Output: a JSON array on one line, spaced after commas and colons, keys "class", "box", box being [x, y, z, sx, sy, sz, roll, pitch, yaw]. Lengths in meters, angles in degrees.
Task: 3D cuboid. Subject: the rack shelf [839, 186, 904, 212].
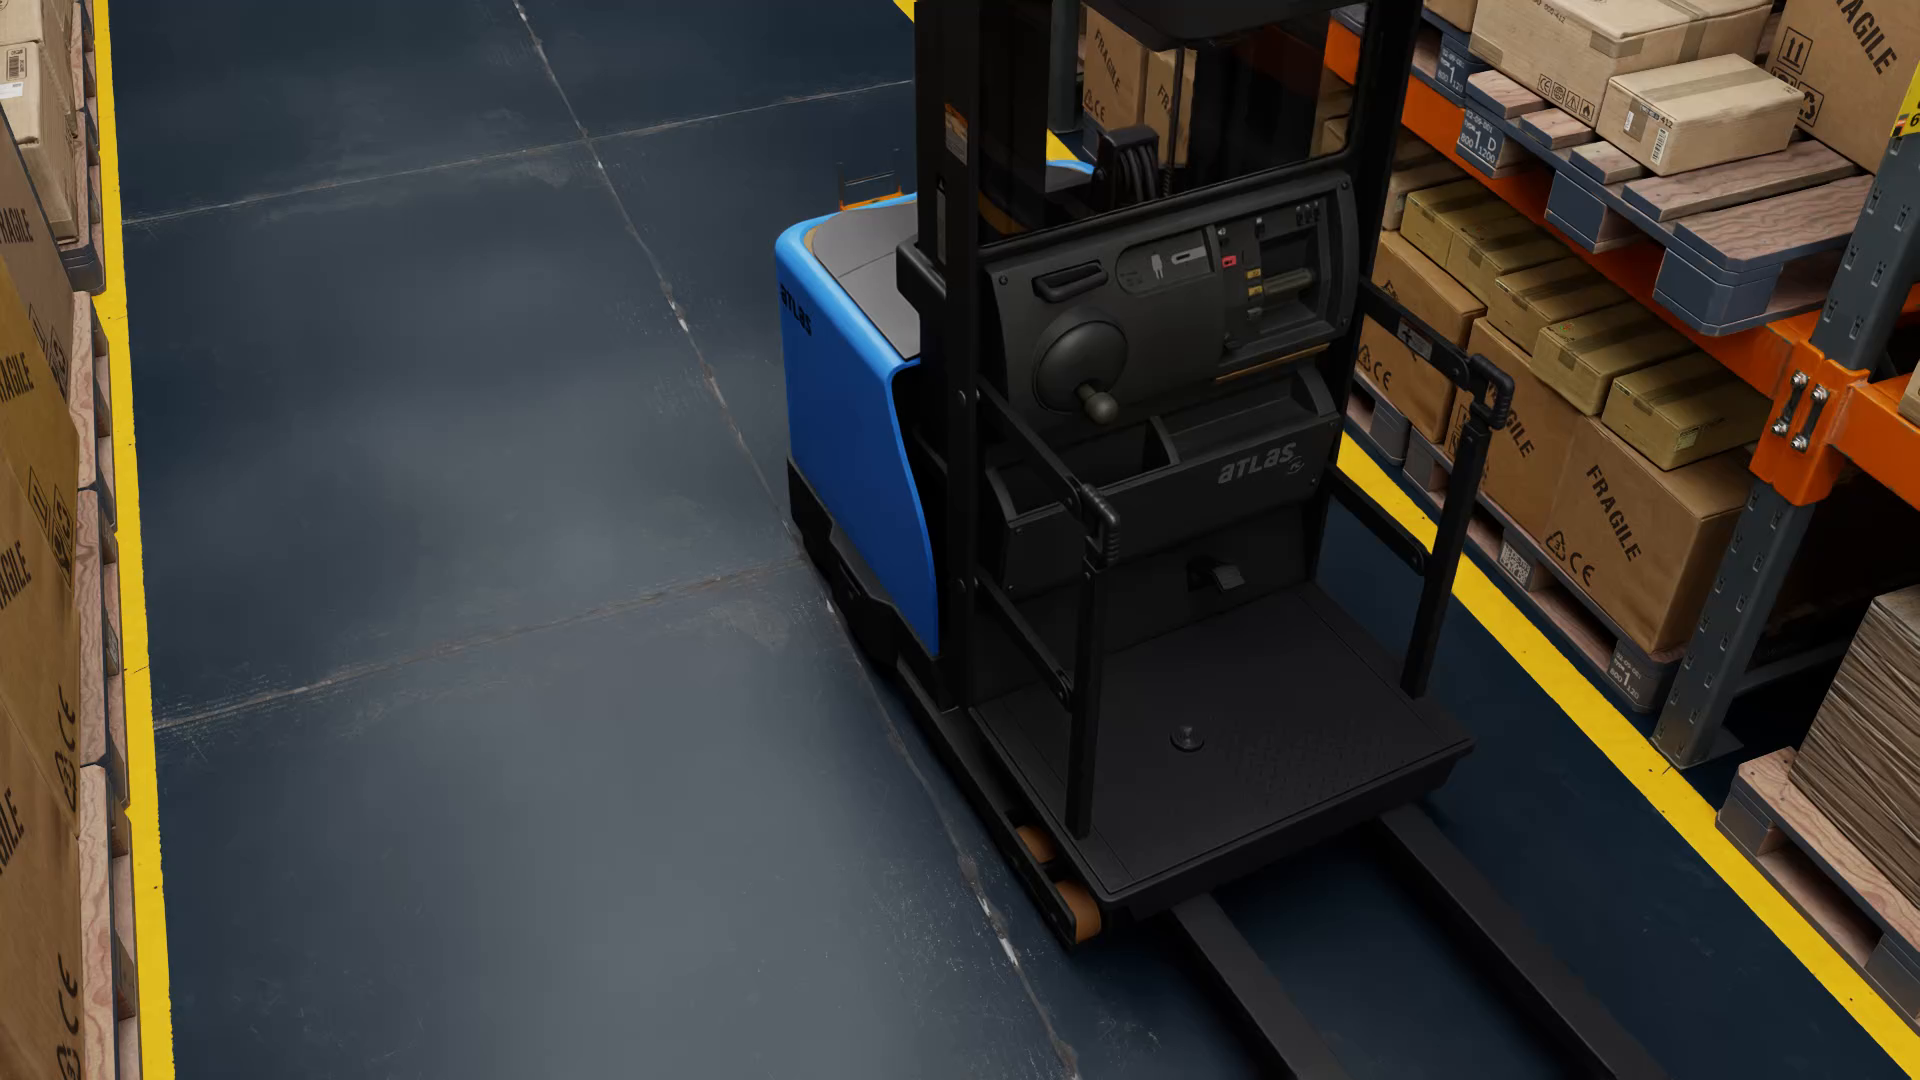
[{"class": "rack shelf", "box": [-0.219, -0.885, 5.055, 0.215, 0.259, 0.240, -19, 44, -20]}]

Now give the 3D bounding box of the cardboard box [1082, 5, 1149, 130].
[{"class": "cardboard box", "box": [0.836, -1.940, 6.800, 0.500, 0.500, 0.500, -13, 42, -15]}]

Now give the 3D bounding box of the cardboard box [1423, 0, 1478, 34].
[{"class": "cardboard box", "box": [1.594, -1.802, 4.644, 0.797, 0.503, 0.637, -16, 43, -18]}]

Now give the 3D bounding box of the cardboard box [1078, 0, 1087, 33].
[{"class": "cardboard box", "box": [0.375, -2.417, 7.624, 0.380, 0.149, 0.250, -16, 43, -18]}]

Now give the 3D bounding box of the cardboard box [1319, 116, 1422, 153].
[{"class": "cardboard box", "box": [1.438, -1.325, 5.587, 0.380, 0.149, 0.250, -15, 43, -17]}]

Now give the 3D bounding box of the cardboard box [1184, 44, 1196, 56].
[{"class": "cardboard box", "box": [1.037, -1.952, 6.316, 0.380, 0.149, 0.250, -17, 44, -19]}]

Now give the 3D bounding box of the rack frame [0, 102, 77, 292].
[{"class": "rack frame", "box": [-3.725, -1.835, 5.084, 1.000, 3.000, 0.127, -15, 43, -17]}]

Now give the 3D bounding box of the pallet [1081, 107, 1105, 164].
[{"class": "pallet", "box": [1.205, -1.538, 6.877, 1.003, 0.211, 1.213, -15, 43, -17]}]

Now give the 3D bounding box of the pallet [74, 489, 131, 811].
[{"class": "pallet", "box": [-2.890, 0.404, 4.618, 1.003, 0.211, 1.213, -15, 43, -17]}]

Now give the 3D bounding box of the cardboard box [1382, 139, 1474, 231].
[{"class": "cardboard box", "box": [1.485, -1.164, 5.400, 0.380, 0.149, 0.250, -17, 44, -19]}]

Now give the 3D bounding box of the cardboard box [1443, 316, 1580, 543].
[{"class": "cardboard box", "box": [1.847, -0.383, 4.990, 0.500, 0.500, 0.500, -16, 43, -17]}]

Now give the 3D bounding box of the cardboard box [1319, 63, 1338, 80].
[{"class": "cardboard box", "box": [1.215, -1.630, 5.943, 0.380, 0.149, 0.250, -15, 43, -17]}]

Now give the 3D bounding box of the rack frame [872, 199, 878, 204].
[{"class": "rack frame", "box": [-0.163, -0.607, 5.151, 0.200, 1.050, 0.008, -19, 44, -20]}]

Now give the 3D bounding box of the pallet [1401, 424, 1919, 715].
[{"class": "pallet", "box": [2.139, -0.068, 5.168, 1.003, 0.211, 1.213, -15, 43, -17]}]

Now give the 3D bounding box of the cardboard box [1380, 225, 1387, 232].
[{"class": "cardboard box", "box": [1.429, -1.006, 5.714, 0.500, 0.500, 0.500, -17, 43, -18]}]

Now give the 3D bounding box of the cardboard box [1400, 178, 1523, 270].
[{"class": "cardboard box", "box": [1.619, -1.005, 5.216, 0.380, 0.149, 0.250, -16, 43, -17]}]

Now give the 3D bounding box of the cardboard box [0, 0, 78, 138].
[{"class": "cardboard box", "box": [-4.210, -1.967, 6.880, 0.875, 0.438, 0.875, -16, 43, -18]}]

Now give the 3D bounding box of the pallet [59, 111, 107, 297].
[{"class": "pallet", "box": [-3.944, -1.256, 6.548, 1.003, 0.211, 1.213, -15, 43, -17]}]

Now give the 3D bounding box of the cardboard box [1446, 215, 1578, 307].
[{"class": "cardboard box", "box": [1.715, -0.855, 5.041, 0.380, 0.149, 0.250, -14, 43, -16]}]

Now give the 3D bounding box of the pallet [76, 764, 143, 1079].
[{"class": "pallet", "box": [-2.427, 1.138, 3.765, 1.003, 0.211, 1.213, -15, 43, -17]}]

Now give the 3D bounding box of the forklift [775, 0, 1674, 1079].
[{"class": "forklift", "box": [0.592, -0.457, 3.533, 1.130, 2.935, 3.031, -19, 44, -20]}]

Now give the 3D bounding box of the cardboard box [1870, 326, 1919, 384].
[{"class": "cardboard box", "box": [2.478, -0.516, 4.647, 0.380, 0.149, 0.250, -13, 42, -15]}]

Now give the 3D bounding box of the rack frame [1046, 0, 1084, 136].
[{"class": "rack frame", "box": [0.859, -3.076, 6.526, 1.000, 3.000, 0.127, -15, 43, -17]}]

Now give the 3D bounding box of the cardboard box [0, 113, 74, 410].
[{"class": "cardboard box", "box": [-3.414, -0.836, 5.229, 0.875, 0.875, 0.875, -14, 43, -16]}]

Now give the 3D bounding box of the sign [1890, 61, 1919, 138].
[{"class": "sign", "box": [1.892, -0.934, 3.209, 0.100, 0.325, 0.005, -15, 43, -17]}]

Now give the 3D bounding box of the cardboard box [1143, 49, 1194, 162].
[{"class": "cardboard box", "box": [1.049, -1.622, 6.430, 0.500, 0.500, 0.500, -16, 43, -17]}]

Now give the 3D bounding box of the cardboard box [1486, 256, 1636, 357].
[{"class": "cardboard box", "box": [1.774, -0.684, 4.843, 0.380, 0.149, 0.250, -16, 43, -18]}]

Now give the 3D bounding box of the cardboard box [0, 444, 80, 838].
[{"class": "cardboard box", "box": [-2.720, 0.245, 3.972, 0.875, 0.875, 0.875, -15, 43, -16]}]

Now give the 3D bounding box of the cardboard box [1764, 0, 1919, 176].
[{"class": "cardboard box", "box": [2.337, -1.213, 3.961, 0.500, 0.500, 0.500, -13, 42, -15]}]

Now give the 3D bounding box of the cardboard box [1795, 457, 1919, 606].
[{"class": "cardboard box", "box": [2.487, -0.202, 4.779, 0.500, 0.500, 0.500, -14, 43, -15]}]

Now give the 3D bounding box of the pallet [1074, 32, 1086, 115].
[{"class": "pallet", "box": [0.597, -2.433, 7.917, 1.003, 0.211, 1.213, -15, 43, -17]}]

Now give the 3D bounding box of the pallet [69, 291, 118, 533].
[{"class": "pallet", "box": [-3.360, -0.332, 5.474, 1.003, 0.211, 1.213, -15, 43, -17]}]

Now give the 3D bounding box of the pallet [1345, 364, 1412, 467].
[{"class": "pallet", "box": [1.676, -0.802, 6.021, 1.003, 0.211, 1.213, -15, 43, -17]}]

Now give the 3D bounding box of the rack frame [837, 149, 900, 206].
[{"class": "rack frame", "box": [-0.274, -0.749, 5.315, 0.200, 1.050, 0.008, -19, 44, -20]}]

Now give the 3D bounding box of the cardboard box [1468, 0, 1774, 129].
[{"class": "cardboard box", "box": [1.687, -1.324, 4.282, 0.500, 0.250, 0.500, -17, 44, -19]}]

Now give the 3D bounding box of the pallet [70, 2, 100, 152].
[{"class": "pallet", "box": [-4.415, -1.992, 7.404, 1.003, 0.211, 1.213, -15, 43, -17]}]

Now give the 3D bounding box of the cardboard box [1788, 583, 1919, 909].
[{"class": "cardboard box", "box": [2.616, 0.454, 3.921, 0.875, 0.625, 0.625, -14, 43, -16]}]

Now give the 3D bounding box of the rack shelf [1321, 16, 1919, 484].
[{"class": "rack shelf", "box": [1.624, -1.598, 5.360, 1.077, 0.370, 4.000, -15, 43, -17]}]

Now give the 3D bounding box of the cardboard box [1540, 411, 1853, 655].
[{"class": "cardboard box", "box": [2.029, -0.079, 4.636, 0.500, 0.500, 0.500, -14, 43, -16]}]

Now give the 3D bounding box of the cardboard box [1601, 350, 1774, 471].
[{"class": "cardboard box", "box": [1.967, -0.358, 4.463, 0.380, 0.149, 0.250, -17, 44, -19]}]

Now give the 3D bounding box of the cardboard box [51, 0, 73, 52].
[{"class": "cardboard box", "box": [-4.553, -2.511, 7.512, 0.875, 0.438, 0.875, -14, 43, -16]}]

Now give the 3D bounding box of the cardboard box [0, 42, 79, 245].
[{"class": "cardboard box", "box": [-3.866, -1.428, 6.253, 0.875, 0.438, 0.875, -16, 43, -17]}]

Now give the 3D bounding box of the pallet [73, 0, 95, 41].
[{"class": "pallet", "box": [-4.878, -2.726, 8.258, 1.003, 0.211, 1.213, -15, 43, -17]}]

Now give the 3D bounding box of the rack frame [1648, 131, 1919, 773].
[{"class": "rack frame", "box": [2.390, -0.666, 3.724, 1.000, 3.000, 0.127, -15, 43, -17]}]

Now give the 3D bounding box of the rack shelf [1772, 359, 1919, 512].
[{"class": "rack shelf", "box": [3.155, 0.811, 2.558, 1.077, 0.370, 4.000, -15, 43, -17]}]

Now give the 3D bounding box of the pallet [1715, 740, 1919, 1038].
[{"class": "pallet", "box": [2.669, 0.897, 4.046, 1.003, 0.211, 1.213, -15, 43, -17]}]

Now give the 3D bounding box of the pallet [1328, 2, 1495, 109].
[{"class": "pallet", "box": [1.641, -1.764, 5.148, 1.003, 0.211, 1.213, -15, 43, -17]}]

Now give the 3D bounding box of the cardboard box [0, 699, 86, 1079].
[{"class": "cardboard box", "box": [-2.382, 0.784, 3.346, 0.875, 0.875, 0.875, -15, 43, -17]}]

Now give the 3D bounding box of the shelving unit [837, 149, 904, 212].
[{"class": "shelving unit", "box": [-0.218, -0.678, 5.233, 0.215, 1.050, 0.252, -19, 44, -20]}]

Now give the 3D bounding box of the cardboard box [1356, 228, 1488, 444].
[{"class": "cardboard box", "box": [1.645, -0.698, 5.356, 0.500, 0.500, 0.500, -13, 42, -15]}]

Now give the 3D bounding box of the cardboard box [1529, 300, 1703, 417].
[{"class": "cardboard box", "box": [1.834, -0.515, 4.646, 0.380, 0.149, 0.250, -17, 44, -19]}]

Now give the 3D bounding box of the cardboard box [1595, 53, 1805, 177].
[{"class": "cardboard box", "box": [1.784, -1.030, 4.018, 0.380, 0.149, 0.250, -14, 43, -16]}]

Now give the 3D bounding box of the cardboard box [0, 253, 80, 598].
[{"class": "cardboard box", "box": [-3.061, -0.293, 4.598, 0.875, 0.875, 0.875, -14, 43, -16]}]

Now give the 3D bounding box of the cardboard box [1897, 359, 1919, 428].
[{"class": "cardboard box", "box": [2.334, -0.281, 3.392, 0.500, 0.250, 0.500, -15, 43, -17]}]

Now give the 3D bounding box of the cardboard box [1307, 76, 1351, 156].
[{"class": "cardboard box", "box": [1.308, -1.480, 5.768, 0.380, 0.149, 0.250, -14, 43, -15]}]

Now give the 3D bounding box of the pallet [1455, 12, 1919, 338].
[{"class": "pallet", "box": [2.066, -0.984, 4.241, 1.213, 0.211, 1.003, -15, 43, -17]}]
